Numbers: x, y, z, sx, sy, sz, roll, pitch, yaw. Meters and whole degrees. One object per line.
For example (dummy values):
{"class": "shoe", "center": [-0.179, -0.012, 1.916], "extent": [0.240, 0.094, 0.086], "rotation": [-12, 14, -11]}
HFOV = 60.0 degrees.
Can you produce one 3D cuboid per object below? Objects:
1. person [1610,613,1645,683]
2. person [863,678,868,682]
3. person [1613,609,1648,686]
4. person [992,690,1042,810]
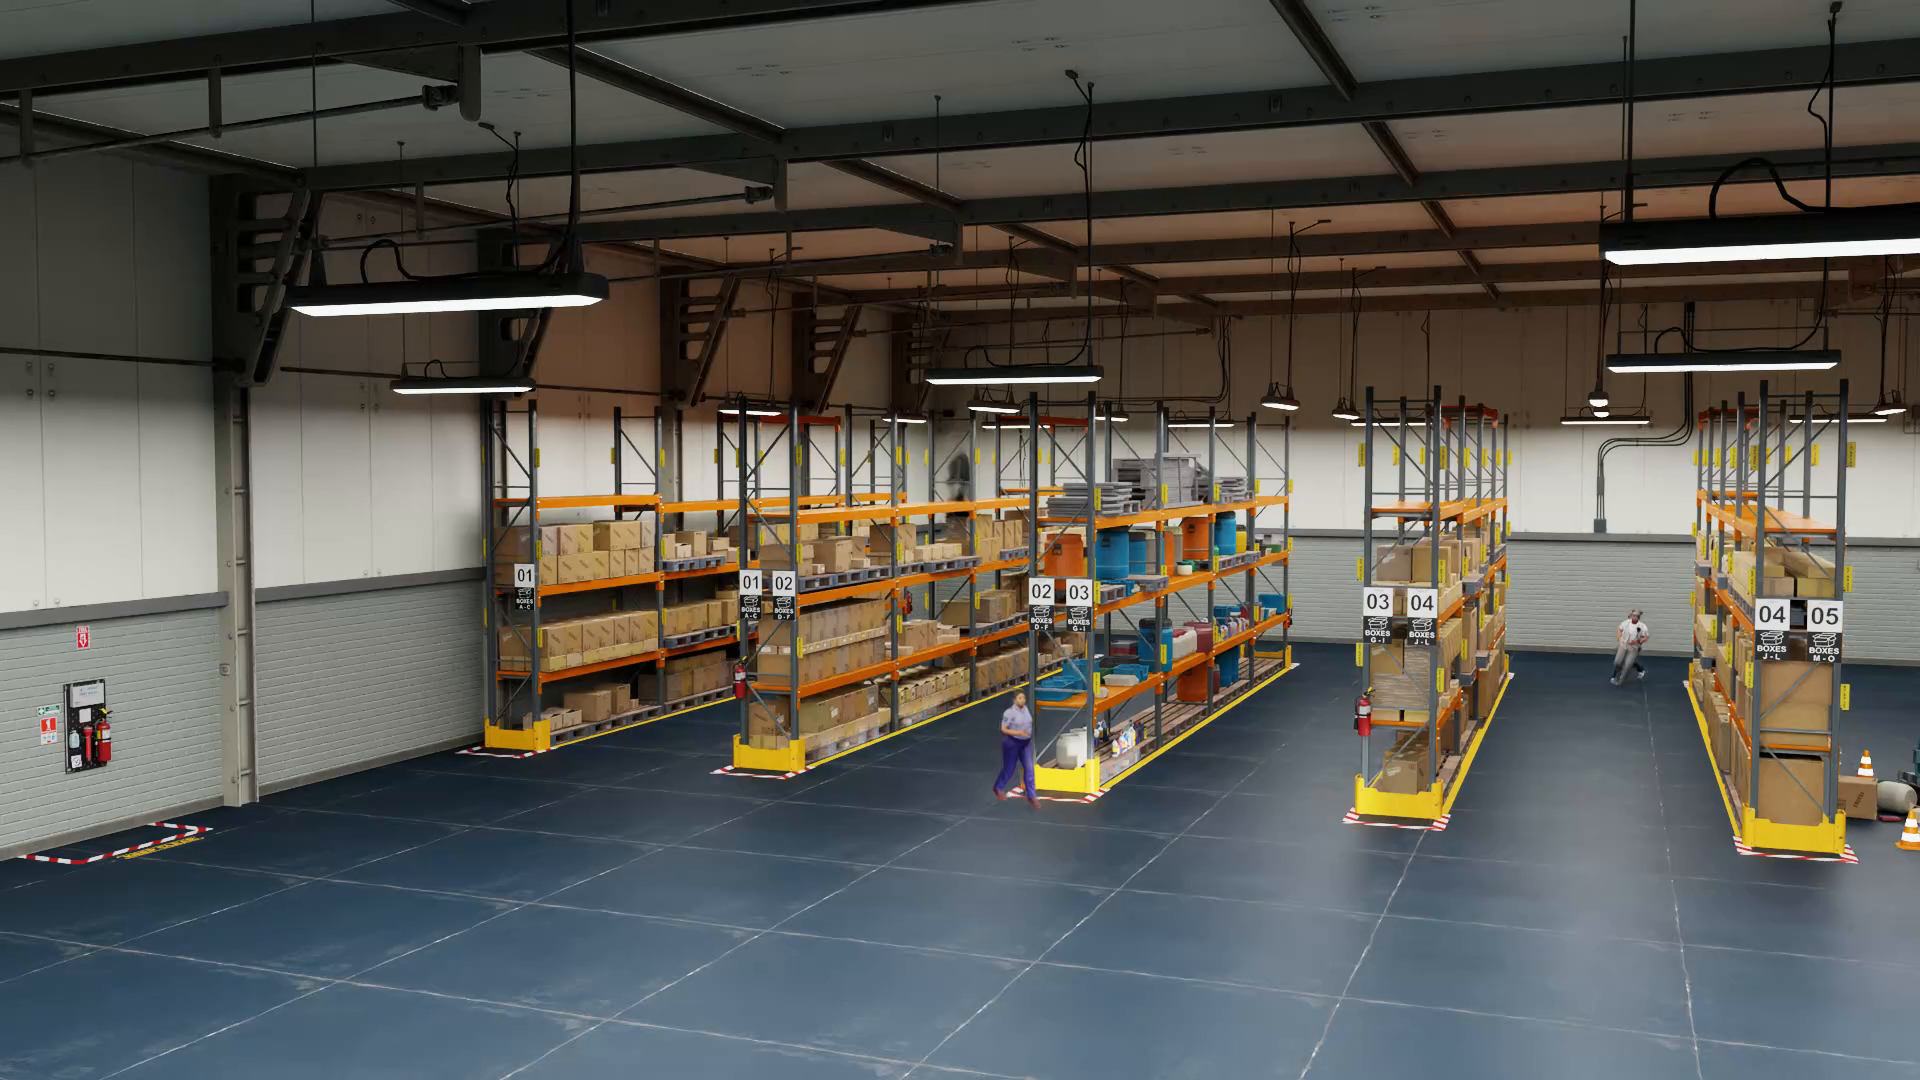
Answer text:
{"class": "person", "center": [14.981, 2.404, 37.094], "extent": [0.831, 1.578, 0.560], "rotation": [-2, 3, -34]}
{"class": "person", "center": [-2.081, 2.491, 34.681], "extent": [0.506, 1.589, 0.650], "rotation": [0, 3, 9]}
{"class": "person", "center": [14.679, 2.357, 36.443], "extent": [0.744, 1.709, 0.588], "rotation": [2, 3, 35]}
{"class": "person", "center": [0.821, 2.982, 23.840], "extent": [0.599, 1.654, 0.898], "rotation": [-2, 4, -37]}
